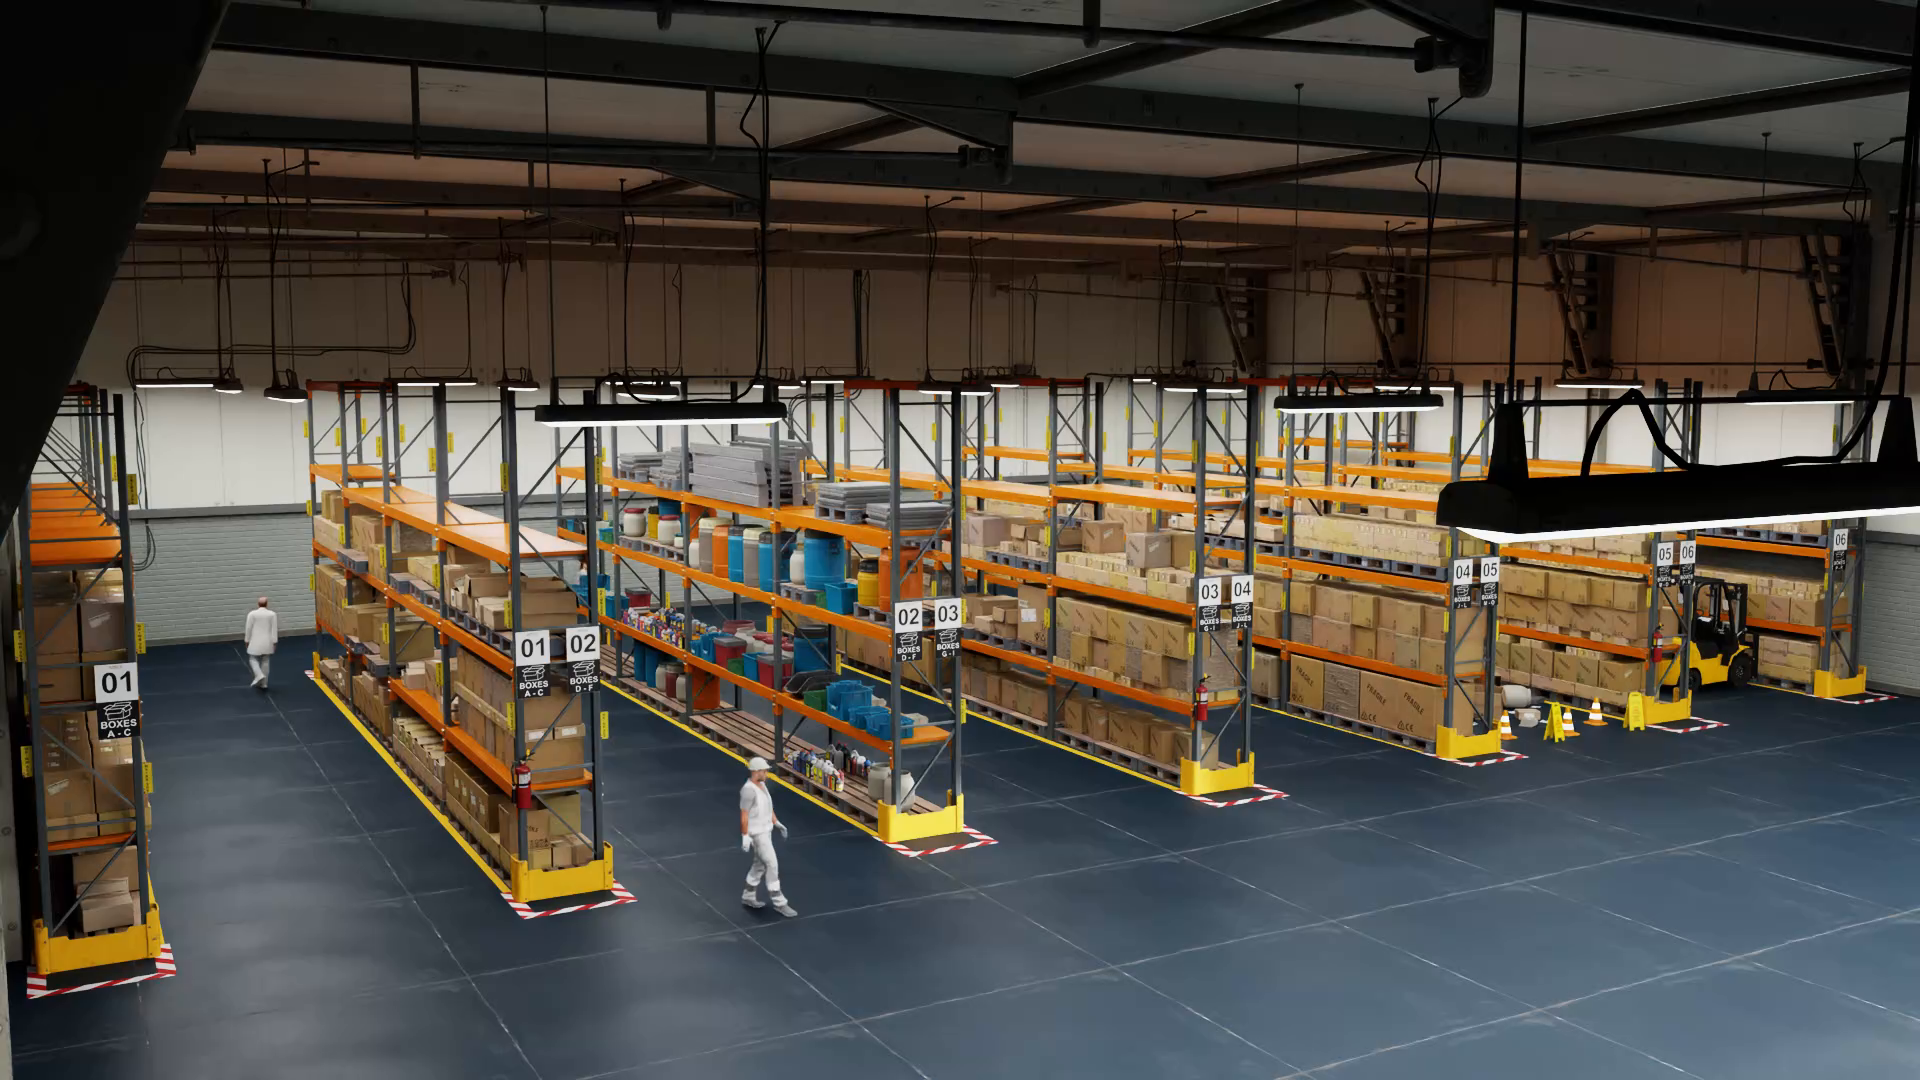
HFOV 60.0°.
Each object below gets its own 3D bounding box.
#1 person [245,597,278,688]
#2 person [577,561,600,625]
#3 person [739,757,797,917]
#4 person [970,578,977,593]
[{"bbox_3d":[-13.566,2.002,32.309,0.605,1.776,0.613,-3,7,-27],"label":"person"},{"bbox_3d":[-9.054,1.253,40.048,0.817,1.623,0.443,1,6,7],"label":"person"},{"bbox_3d":[-2.203,3.409,19.238,0.753,1.791,0.558,1,6,12],"label":"person"},{"bbox_3d":[0.534,0.898,43.131,0.520,1.679,1.019,5,8,37],"label":"person"}]
